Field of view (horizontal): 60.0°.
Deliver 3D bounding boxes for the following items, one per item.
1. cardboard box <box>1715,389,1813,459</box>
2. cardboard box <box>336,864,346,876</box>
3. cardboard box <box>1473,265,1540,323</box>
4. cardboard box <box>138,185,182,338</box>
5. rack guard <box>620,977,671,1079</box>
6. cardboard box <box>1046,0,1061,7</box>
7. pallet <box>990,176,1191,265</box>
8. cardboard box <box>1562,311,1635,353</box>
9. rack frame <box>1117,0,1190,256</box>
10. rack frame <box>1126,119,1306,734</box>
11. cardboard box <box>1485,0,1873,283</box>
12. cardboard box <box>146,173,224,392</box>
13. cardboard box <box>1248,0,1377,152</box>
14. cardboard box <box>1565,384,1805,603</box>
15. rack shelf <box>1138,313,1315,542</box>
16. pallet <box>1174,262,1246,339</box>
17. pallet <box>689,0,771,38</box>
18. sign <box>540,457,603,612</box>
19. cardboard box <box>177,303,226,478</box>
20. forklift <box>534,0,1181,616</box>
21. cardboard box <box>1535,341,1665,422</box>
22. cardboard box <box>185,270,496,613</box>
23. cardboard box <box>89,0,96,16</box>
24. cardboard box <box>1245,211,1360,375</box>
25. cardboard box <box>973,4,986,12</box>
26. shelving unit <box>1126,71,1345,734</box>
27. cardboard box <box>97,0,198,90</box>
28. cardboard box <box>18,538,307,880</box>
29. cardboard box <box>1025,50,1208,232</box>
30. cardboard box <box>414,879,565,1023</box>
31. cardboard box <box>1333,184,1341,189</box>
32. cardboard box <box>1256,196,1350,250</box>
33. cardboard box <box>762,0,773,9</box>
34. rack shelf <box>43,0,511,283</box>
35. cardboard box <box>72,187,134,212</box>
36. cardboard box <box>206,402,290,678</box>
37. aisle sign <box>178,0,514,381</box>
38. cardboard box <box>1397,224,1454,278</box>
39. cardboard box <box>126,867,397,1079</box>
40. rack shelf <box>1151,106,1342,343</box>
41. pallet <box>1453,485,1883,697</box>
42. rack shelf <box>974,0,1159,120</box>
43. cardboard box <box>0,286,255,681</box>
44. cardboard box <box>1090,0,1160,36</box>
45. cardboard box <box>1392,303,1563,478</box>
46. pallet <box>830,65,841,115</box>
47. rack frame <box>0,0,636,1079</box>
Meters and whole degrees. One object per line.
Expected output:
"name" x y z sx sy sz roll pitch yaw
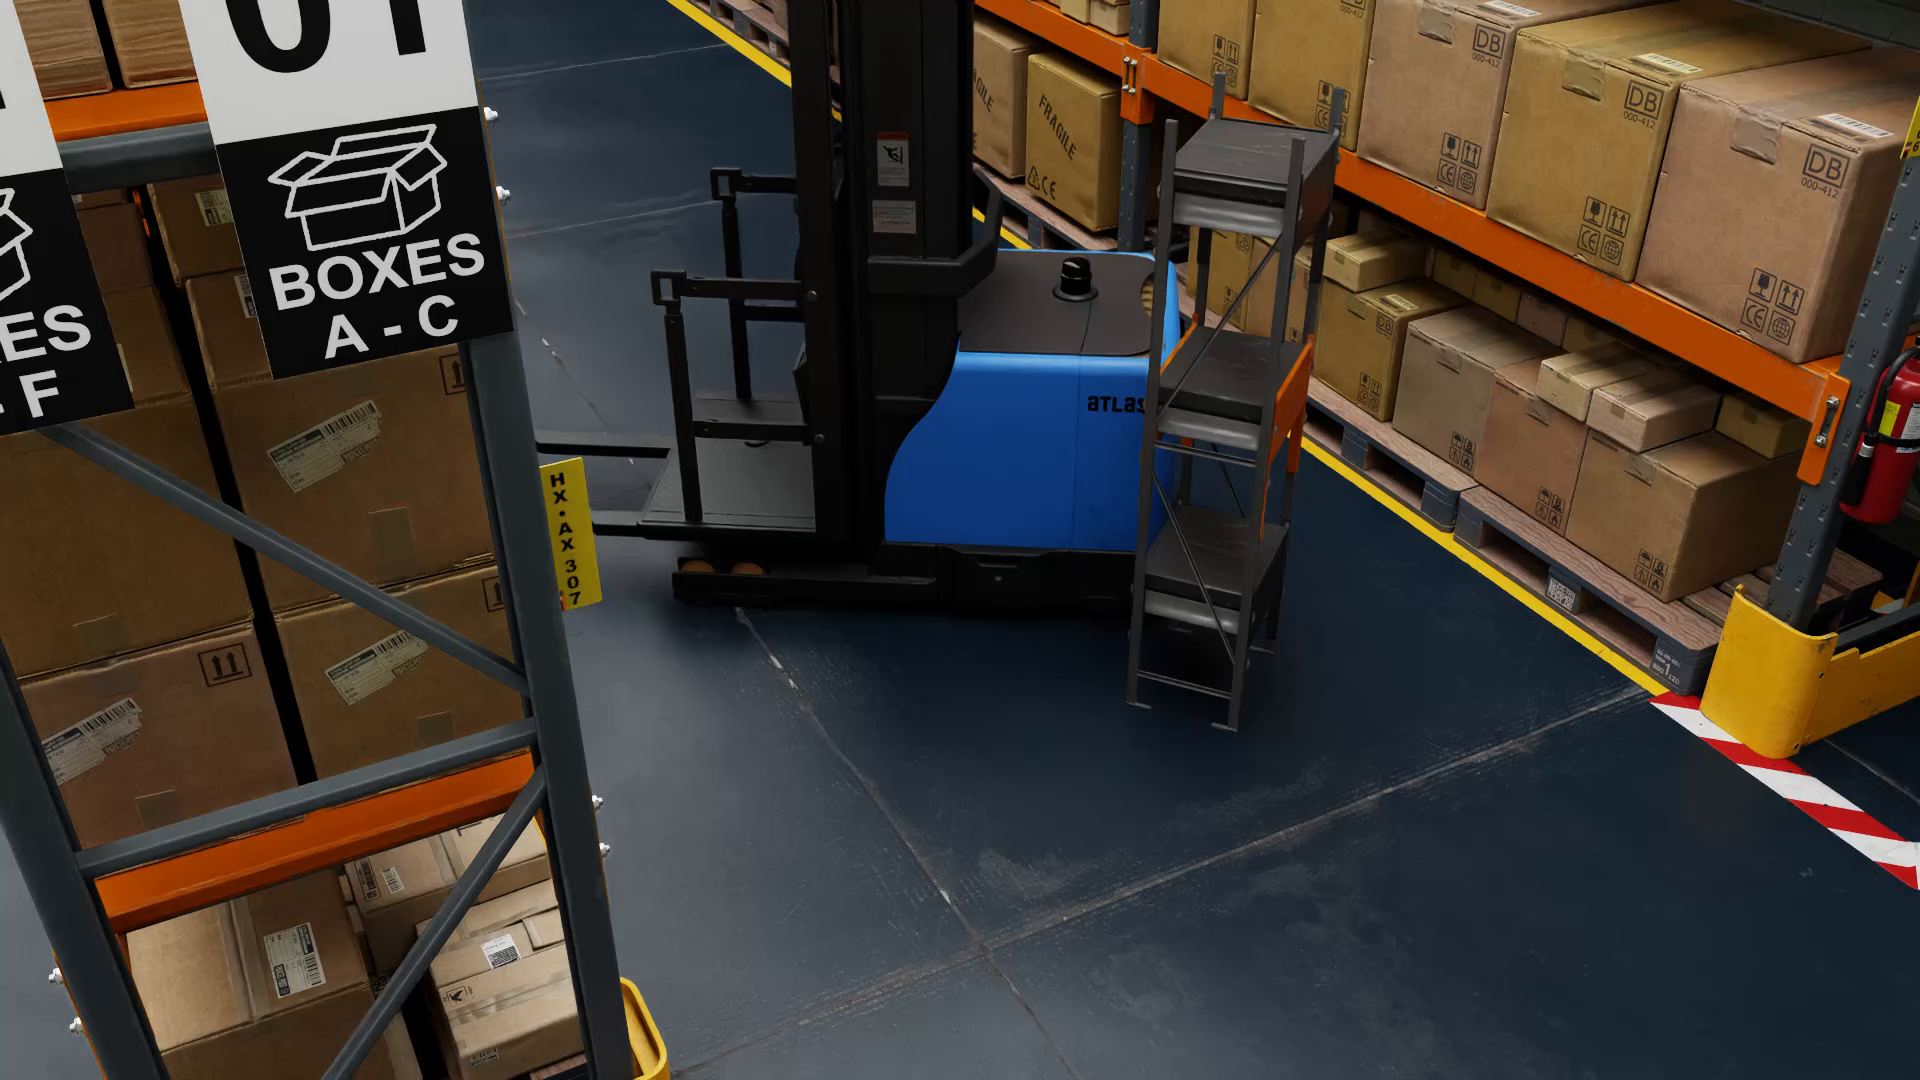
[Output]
"cardboard box" 2.971 -0.449 5.997 0.380 0.149 0.250 -16 36 -23
"cardboard box" -2.118 0.810 4.846 0.500 0.250 0.500 -16 36 -23
"cardboard box" 2.378 -1.054 6.940 0.380 0.149 0.250 -15 36 -23
"cardboard box" -2.394 -1.036 5.493 0.500 0.500 0.500 -15 36 -22
"rack guard" -1.266 1.512 3.927 1.175 0.500 0.348 -16 36 -23
"cardboard box" 0.658 -2.903 8.715 0.380 0.149 0.250 -15 35 -22
"pallet" 0.859 -1.836 9.420 1.003 0.211 1.213 -16 36 -23
"cardboard box" 2.618 -0.810 6.560 0.380 0.149 0.250 -16 36 -23
"rack frame" 1.285 -2.661 8.123 1.000 3.000 0.127 -16 36 -23
"rack frame" 0.769 -0.265 5.218 0.400 2.100 0.015 13 35 20
"cardboard box" 2.555 -1.464 5.976 0.980 0.700 0.700 -16 36 -23
"cardboard box" -1.683 -0.733 4.094 0.500 0.500 0.500 -15 36 -22
"cardboard box" 1.859 -2.174 7.085 0.980 0.700 0.700 -17 36 -24
"cardboard box" 2.736 -0.185 6.186 0.700 0.500 0.500 -16 36 -23
"rack shelf" 0.866 -0.375 5.413 0.431 0.518 0.480 13 35 20
"pallet" 1.571 -1.104 8.278 1.003 0.211 1.213 -16 36 -23
"pallet" -1.508 -4.350 13.345 1.003 0.211 1.213 -16 36 -23
"sign" -0.750 -0.005 3.175 0.100 0.325 0.005 -16 36 -23
"cardboard box" -1.912 -0.549 4.733 0.500 0.500 0.500 -15 36 -22
"forklift" -0.688 -1.262 6.003 3.031 2.935 1.130 2 33 4
"cardboard box" 2.395 -0.596 6.226 0.380 0.149 0.250 -15 36 -22
"cardboard box" -1.204 -0.245 3.333 0.500 0.500 0.500 -15 35 -22
"cardboard box" -1.926 -1.124 3.083 0.500 0.250 0.500 -16 36 -23
"cardboard box" 1.775 -1.162 7.711 0.700 0.500 0.500 -16 36 -24
"cardboard box" 0.050 -3.038 10.315 0.750 0.750 0.750 -16 36 -23
"shelving unit" 0.866 -0.386 5.406 0.431 2.100 0.503 13 35 20
"cardboard box" -1.245 -1.013 2.909 0.500 0.250 0.500 -16 36 -23
"cardboard box" -1.680 0.308 3.395 0.500 0.500 0.500 -15 35 -22
"cardboard box" 0.867 -2.210 9.022 0.750 0.750 0.750 -15 36 -23
"cardboard box" -1.238 1.098 4.474 0.380 0.166 0.250 -16 36 -23
"cardboard box" 1.651 -1.795 8.097 0.380 0.149 0.250 -16 36 -23
"cardboard box" 1.542 -1.466 7.585 0.380 0.149 0.250 -15 35 -22
"cardboard box" -1.099 -4.308 12.603 0.700 0.500 0.500 -16 36 -23
"rack shelf" -2.163 -1.419 4.070 1.077 0.370 4.000 -16 36 -23
"cardboard box" -2.163 -0.598 3.883 0.500 0.500 0.500 -15 36 -22
"cardboard box" -1.449 -0.069 3.985 0.500 0.500 0.500 -16 36 -24
"aisle sign" -0.939 -0.640 2.559 0.394 0.787 0.004 -16 36 -23
"cardboard box" 2.139 -1.297 7.321 0.380 0.149 0.250 -15 36 -23
"cardboard box" -1.702 1.166 4.060 0.500 0.500 0.500 -16 36 -23
"rack shelf" 0.866 -0.964 5.036 0.431 0.518 0.480 13 35 20
"pallet" 2.708 0.060 6.460 1.003 0.211 1.213 -16 36 -23
"rack shelf" 0.353 -3.312 9.807 1.077 0.370 4.000 -16 36 -23
"cardboard box" -1.681 -0.111 3.122 0.500 0.500 0.500 -16 36 -24
"cardboard box" 0.877 -2.654 8.326 0.380 0.149 0.250 -16 36 -23
"cardboard box" 2.267 -0.664 6.933 0.700 0.500 0.500 -17 36 -25
"pallet" -0.279 -3.000 11.238 1.003 0.211 1.213 -16 36 -23
"rack frame" -1.227 0.495 3.197 0.949 2.616 0.053 -16 36 -23
